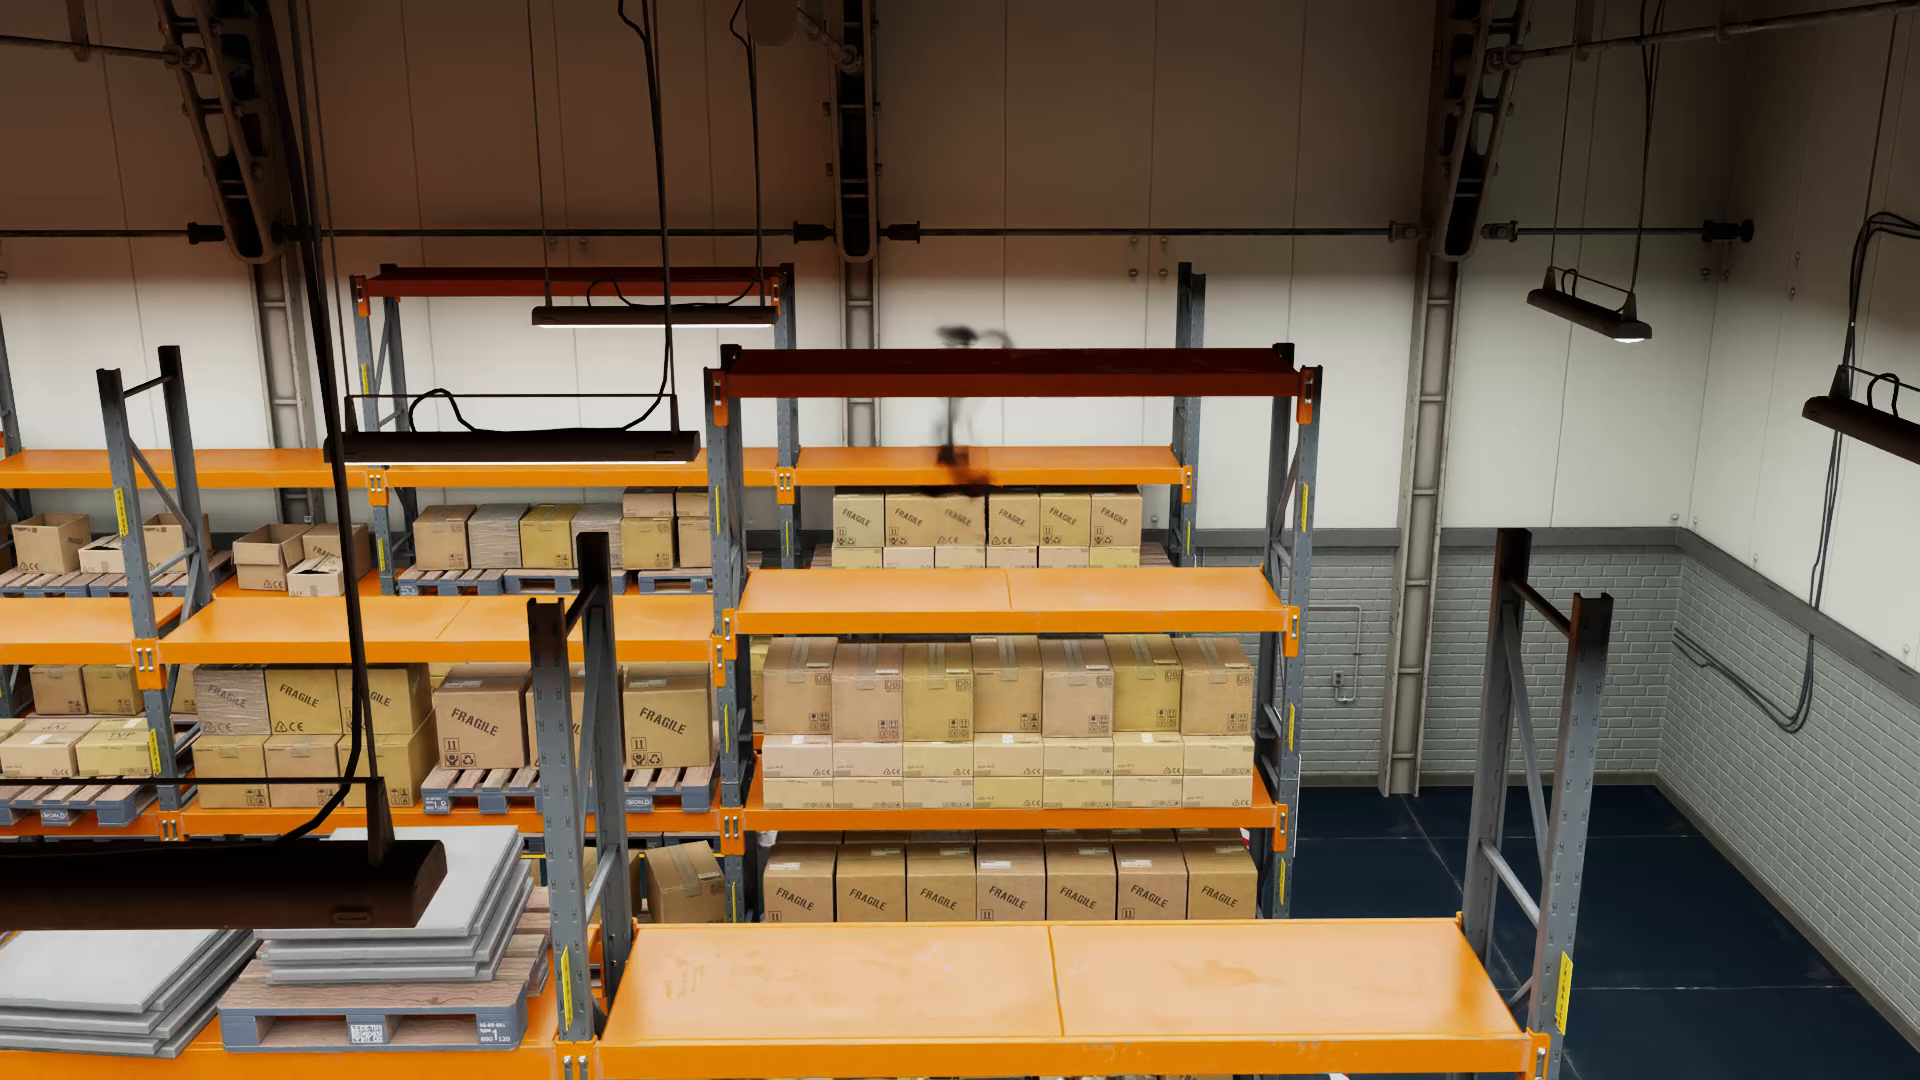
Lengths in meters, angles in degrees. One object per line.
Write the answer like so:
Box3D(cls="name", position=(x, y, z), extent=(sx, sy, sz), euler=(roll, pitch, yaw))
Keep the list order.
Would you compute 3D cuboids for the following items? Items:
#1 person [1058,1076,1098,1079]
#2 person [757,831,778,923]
Box3D(cls="person", position=(0.833, 4.141, 11.119), extent=(1.034, 1.810, 0.719), euler=(-6, 17, -19))
Box3D(cls="person", position=(-1.967, 2.873, 15.773), extent=(0.583, 1.634, 0.581), euler=(-1, 16, -5))
